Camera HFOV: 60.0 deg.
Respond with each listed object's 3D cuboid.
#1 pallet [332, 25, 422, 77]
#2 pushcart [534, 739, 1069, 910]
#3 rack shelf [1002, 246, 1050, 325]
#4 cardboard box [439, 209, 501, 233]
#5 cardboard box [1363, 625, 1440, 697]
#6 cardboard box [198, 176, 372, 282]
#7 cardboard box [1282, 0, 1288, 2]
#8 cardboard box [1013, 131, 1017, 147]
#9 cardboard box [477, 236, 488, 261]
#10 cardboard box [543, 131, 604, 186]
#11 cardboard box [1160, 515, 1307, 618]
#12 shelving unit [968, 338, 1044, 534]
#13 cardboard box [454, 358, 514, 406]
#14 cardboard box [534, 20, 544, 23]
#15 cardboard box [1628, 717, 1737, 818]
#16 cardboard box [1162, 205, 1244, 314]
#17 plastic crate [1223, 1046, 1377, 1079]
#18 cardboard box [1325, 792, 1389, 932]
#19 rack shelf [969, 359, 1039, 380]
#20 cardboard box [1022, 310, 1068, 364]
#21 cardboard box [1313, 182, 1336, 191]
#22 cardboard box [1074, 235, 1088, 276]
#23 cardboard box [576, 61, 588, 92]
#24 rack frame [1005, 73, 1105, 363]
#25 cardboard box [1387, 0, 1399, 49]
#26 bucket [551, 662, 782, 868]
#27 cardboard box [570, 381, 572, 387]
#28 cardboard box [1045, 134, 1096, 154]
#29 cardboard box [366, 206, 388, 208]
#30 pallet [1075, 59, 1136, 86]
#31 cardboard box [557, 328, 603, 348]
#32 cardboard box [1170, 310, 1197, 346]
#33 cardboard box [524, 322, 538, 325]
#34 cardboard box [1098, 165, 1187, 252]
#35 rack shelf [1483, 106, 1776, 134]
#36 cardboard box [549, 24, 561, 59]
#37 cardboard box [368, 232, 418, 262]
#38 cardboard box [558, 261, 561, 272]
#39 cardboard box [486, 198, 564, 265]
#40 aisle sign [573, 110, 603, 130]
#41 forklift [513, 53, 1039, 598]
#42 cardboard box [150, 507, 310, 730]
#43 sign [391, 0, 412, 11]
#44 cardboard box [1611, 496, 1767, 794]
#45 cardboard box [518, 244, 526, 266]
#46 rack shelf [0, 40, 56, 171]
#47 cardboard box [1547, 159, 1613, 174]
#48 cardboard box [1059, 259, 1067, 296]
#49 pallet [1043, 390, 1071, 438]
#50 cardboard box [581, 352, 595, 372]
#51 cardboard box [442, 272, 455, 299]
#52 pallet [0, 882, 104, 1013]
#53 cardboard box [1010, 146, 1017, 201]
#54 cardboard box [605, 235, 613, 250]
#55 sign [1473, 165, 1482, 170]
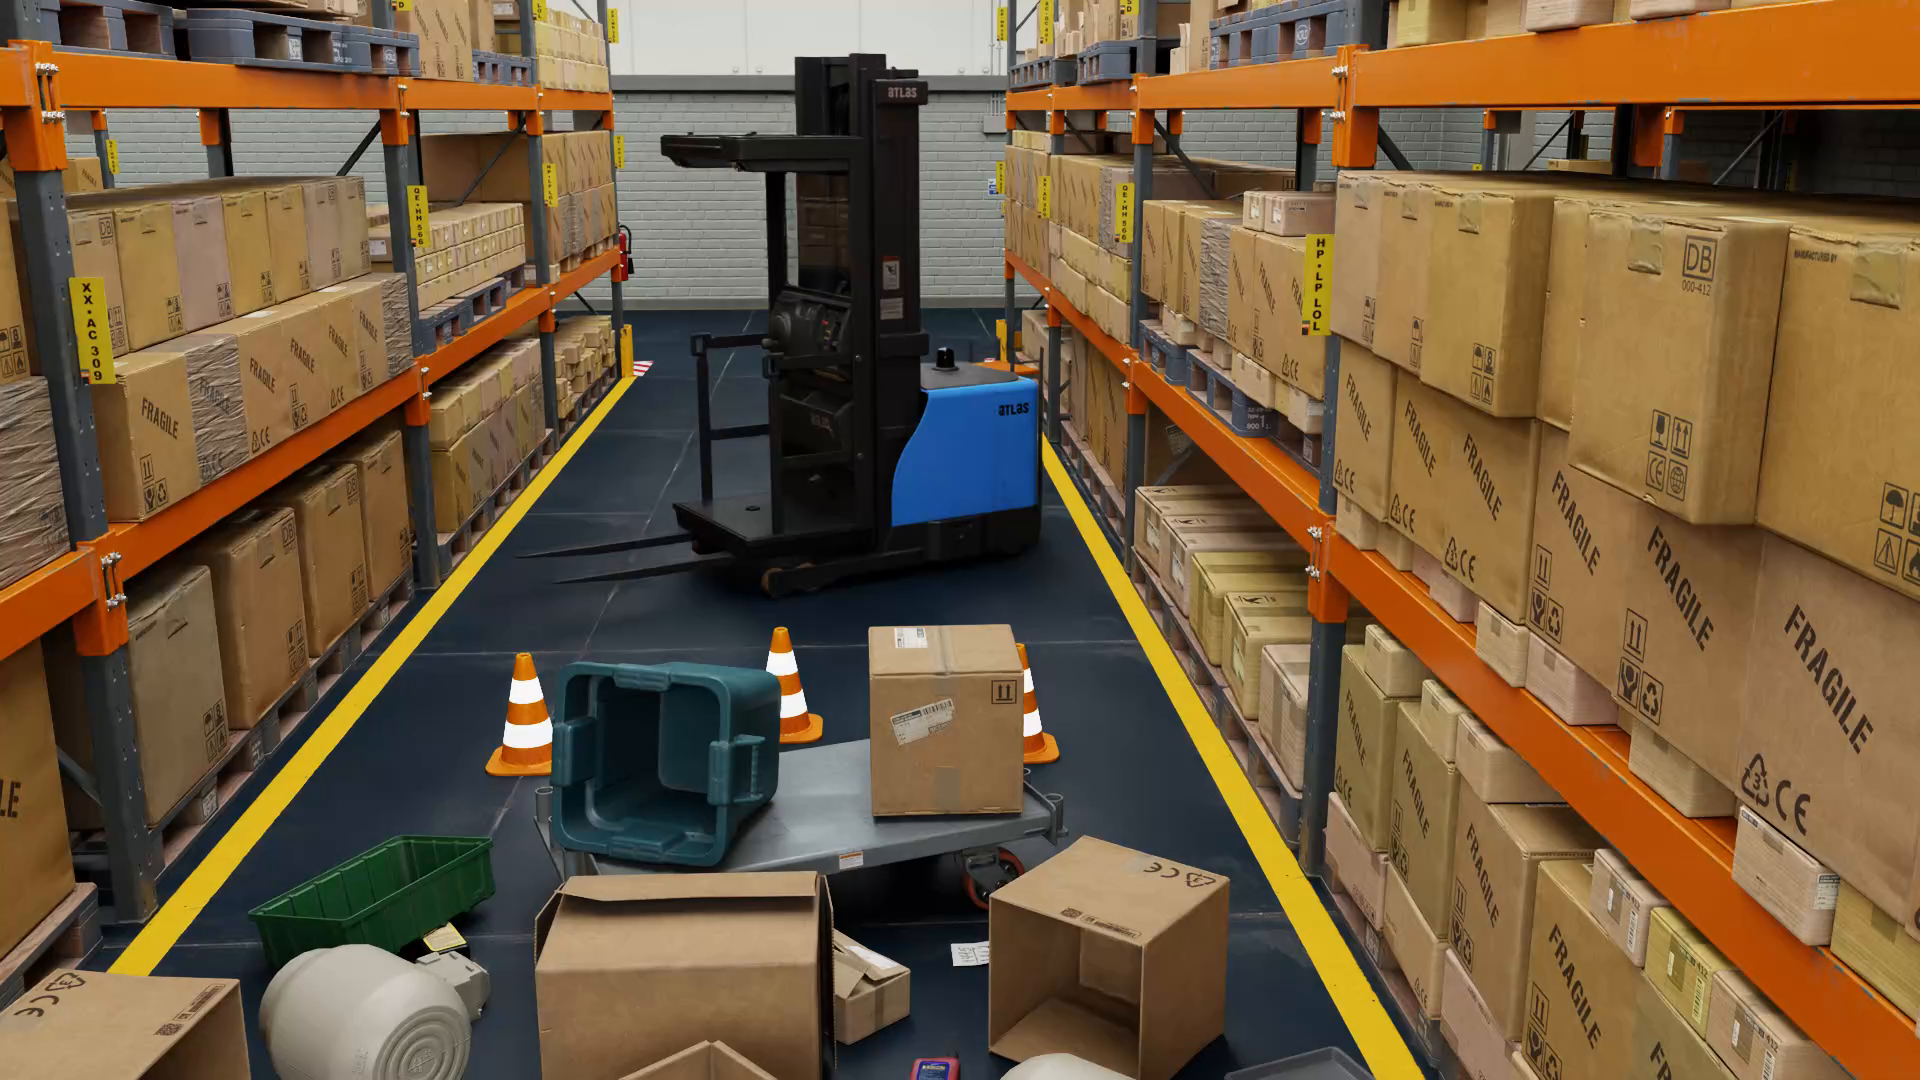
[{"bbox_3d":[-3.370,-2.371,8.082,1.213,0.211,1.003,0,14,-1],"label":"pallet"},{"bbox_3d":[-0.553,1.042,5.721,1.648,0.377,0.936,-6,16,-23],"label":"pushcart"},{"bbox_3d":[1.100,-2.415,15.335,1.077,0.370,4.000,-1,14,-3],"label":"rack shelf"},{"bbox_3d":[-3.443,-2.241,11.683,0.380,0.149,0.250,-1,14,-4],"label":"cardboard box"},{"bbox_3d":[1.434,0.358,4.984,0.380,0.149,0.250,-1,14,-3],"label":"cardboard box"},{"bbox_3d":[-3.445,-1.590,8.479,0.700,0.500,0.500,-1,14,-4],"label":"cardboard box"},{"bbox_3d":[1.512,-2.128,6.217,0.500,0.250,0.500,-1,14,-3],"label":"cardboard box"},{"bbox_3d":[0.710,-3.884,16.094,0.380,0.149,0.250,0,14,-2],"label":"cardboard box"},{"bbox_3d":[-3.404,-1.966,11.213,0.380,0.149,0.250,-1,14,-3],"label":"cardboard box"},{"bbox_3d":[-3.651,-3.600,15.692,0.500,0.500,0.500,-1,14,-5],"label":"cardboard box"},{"bbox_3d":[1.550,0.123,8.461,0.950,0.372,0.625,-1,14,-5],"label":"cardboard box"},{"bbox_3d":[0.288,-0.660,10.682,0.258,1.200,0.503,-9,17,-31],"label":"shelving unit"},{"bbox_3d":[-3.347,-1.079,11.371,0.500,0.250,0.500,-2,15,-6],"label":"cardboard box"},{"bbox_3d":[-3.471,-4.124,13.011,0.380,0.149,0.250,-2,15,-6],"label":"cardboard box"},{"bbox_3d":[1.581,0.434,3.325,0.380,0.149,0.250,-1,14,-4],"label":"cardboard box"},{"bbox_3d":[1.307,-1.422,8.392,0.500,0.500,0.500,0,14,-1],"label":"cardboard box"},{"bbox_3d":[0.998,1.541,4.376,0.402,0.080,0.583,-6,16,-23],"label":"plastic crate"},{"bbox_3d":[1.486,1.003,5.283,0.500,0.250,0.500,-2,15,-6],"label":"cardboard box"},{"bbox_3d":[0.288,-1.040,10.584,0.258,0.148,0.480,-9,17,-31],"label":"rack shelf"},{"bbox_3d":[1.116,-2.060,16.813,0.875,0.438,0.875,-1,14,-5],"label":"cardboard box"},{"bbox_3d":[1.854,-1.578,7.699,0.380,0.149,0.250,-2,15,-6],"label":"cardboard box"},{"bbox_3d":[1.068,-1.940,11.346,0.500,0.250,0.500,-1,14,-5],"label":"cardboard box"},{"bbox_3d":[-3.558,-4.048,14.519,0.500,0.250,0.500,0,14,-1],"label":"cardboard box"},{"bbox_3d":[0.976,-3.260,17.178,1.000,3.000,0.127,-1,14,-3],"label":"rack frame"},{"bbox_3d":[1.491,-1.525,4.917,0.380,0.149,0.250,-1,14,-4],"label":"cardboard box"},{"bbox_3d":[-0.906,0.673,5.410,0.726,0.611,0.620,4,5,16],"label":"bucket"},{"bbox_3d":[-3.614,-1.338,14.586,0.380,0.149,0.250,-2,15,-6],"label":"cardboard box"},{"bbox_3d":[0.887,-3.184,13.373,0.380,0.149,0.250,-1,14,-5],"label":"cardboard box"},{"bbox_3d":[-4.122,-2.360,12.145,0.380,0.149,0.250,0,14,-2],"label":"cardboard box"},{"bbox_3d":[1.329,-3.398,12.079,0.805,0.209,1.217,-1,15,-6],"label":"pallet"},{"bbox_3d":[-3.547,-1.885,15.517,0.380,0.149,0.250,0,14,-1],"label":"cardboard box"},{"bbox_3d":[1.257,-1.060,8.290,0.380,0.149,0.250,-1,14,-3],"label":"cardboard box"},{"bbox_3d":[-4.240,-2.003,15.975,0.380,0.149,0.250,-1,14,-4],"label":"cardboard box"},{"bbox_3d":[1.138,-2.055,10.288,0.500,0.500,0.500,-1,14,-2],"label":"cardboard box"},{"bbox_3d":[6.053,-3.945,15.263,1.077,0.370,4.000,-1,14,-3],"label":"rack shelf"},{"bbox_3d":[-3.527,-4.034,13.462,0.500,0.250,0.500,-1,14,-4],"label":"cardboard box"},{"bbox_3d":[-3.299,-1.658,9.418,0.380,0.149,0.250,-1,14,-3],"label":"cardboard box"},{"bbox_3d":[-3.572,-2.314,14.005,0.380,0.149,0.250,-2,15,-6],"label":"cardboard box"},{"bbox_3d":[-3.490,-2.484,13.362,0.500,0.500,0.500,-1,14,-4],"label":"cardboard box"},{"bbox_3d":[-3.664,-4.441,16.548,0.394,0.787,0.004,-1,14,-3],"label":"aisle sign"},{"bbox_3d":[-1.041,-1.247,9.491,3.031,2.935,1.130,-9,17,-30],"label":"forklift"},{"bbox_3d":[-3.399,0.319,6.940,1.050,0.750,0.750,-1,14,-3],"label":"cardboard box"},{"bbox_3d":[-2.909,-2.917,8.628,0.100,0.325,0.005,-1,14,-3],"label":"sign"},{"bbox_3d":[1.604,0.147,3.140,0.500,0.500,0.500,-1,14,-4],"label":"cardboard box"},{"bbox_3d":[-3.489,-2.150,12.524,0.380,0.149,0.250,-1,14,-5],"label":"cardboard box"},{"bbox_3d":[-3.091,-0.781,2.967,1.077,0.370,4.000,-1,14,-3],"label":"rack shelf"},{"bbox_3d":[5.782,-3.282,15.463,0.500,0.500,0.500,-1,14,-2],"label":"cardboard box"},{"bbox_3d":[1.021,-1.951,12.389,0.500,0.250,0.500,-1,14,-5],"label":"cardboard box"},{"bbox_3d":[1.254,-1.105,14.399,1.003,0.211,1.213,-1,14,-3],"label":"pallet"},{"bbox_3d":[-3.520,-1.609,15.041,0.380,0.149,0.250,-1,14,-3],"label":"cardboard box"},{"bbox_3d":[-3.341,-1.566,10.255,0.380,0.149,0.250,0,14,-1],"label":"cardboard box"},{"bbox_3d":[-3.246,1.366,4.792,1.003,0.211,1.213,-1,14,-3],"label":"pallet"},{"bbox_3d":[0.760,-3.541,16.061,0.500,0.500,0.500,-1,14,-5],"label":"cardboard box"},{"bbox_3d":[-3.656,-2.960,16.517,0.380,0.149,0.250,-1,14,-3],"label":"cardboard box"},{"bbox_3d":[5.388,-3.749,17.339,0.100,0.325,0.005,-1,14,-3],"label":"sign"}]
